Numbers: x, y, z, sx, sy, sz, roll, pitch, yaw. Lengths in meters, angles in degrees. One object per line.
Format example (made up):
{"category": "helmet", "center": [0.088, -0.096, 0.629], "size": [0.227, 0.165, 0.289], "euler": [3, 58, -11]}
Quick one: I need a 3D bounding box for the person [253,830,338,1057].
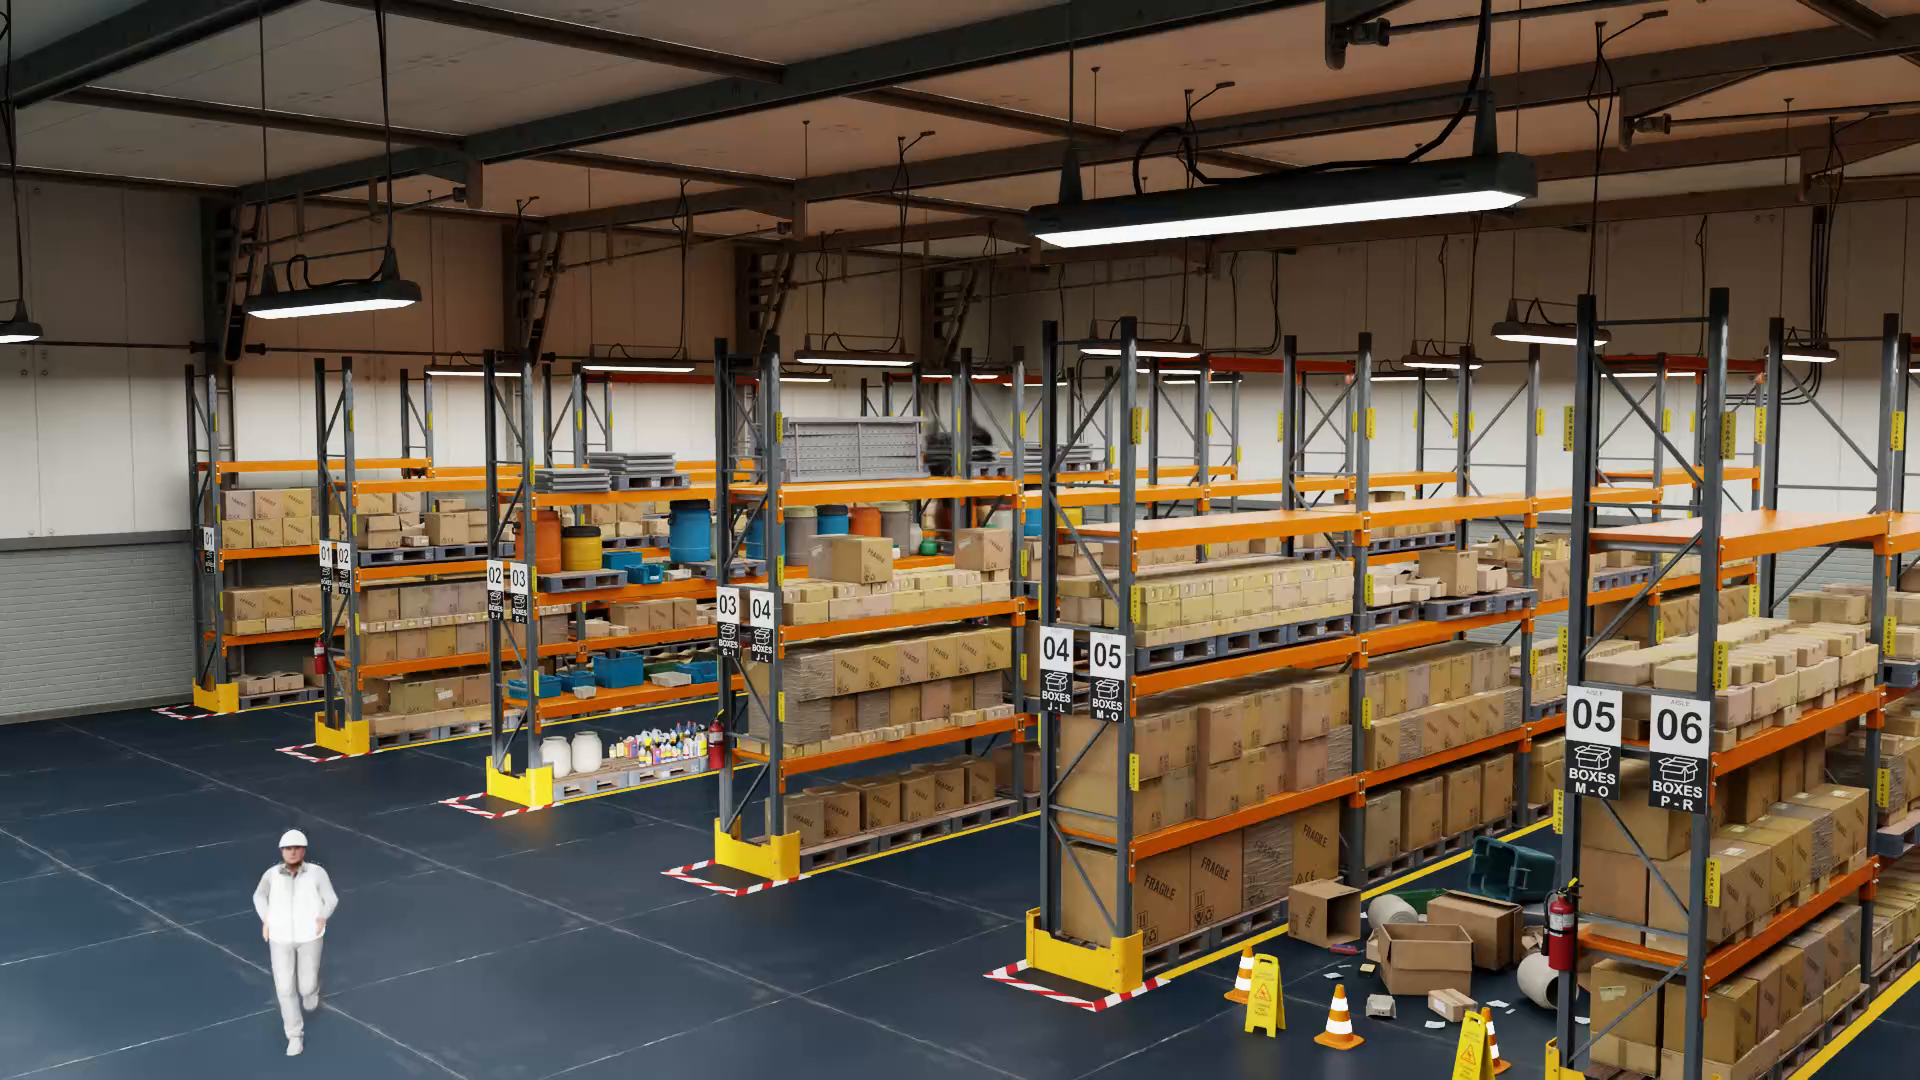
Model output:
{"category": "person", "center": [-5.468, 3.256, 13.692], "size": [0.662, 1.763, 0.819], "euler": [-1, 5, -17]}

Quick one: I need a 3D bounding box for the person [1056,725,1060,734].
{"category": "person", "center": [1.756, 2.063, 25.099], "size": [0.662, 1.828, 0.923], "euler": [3, 5, 35]}
